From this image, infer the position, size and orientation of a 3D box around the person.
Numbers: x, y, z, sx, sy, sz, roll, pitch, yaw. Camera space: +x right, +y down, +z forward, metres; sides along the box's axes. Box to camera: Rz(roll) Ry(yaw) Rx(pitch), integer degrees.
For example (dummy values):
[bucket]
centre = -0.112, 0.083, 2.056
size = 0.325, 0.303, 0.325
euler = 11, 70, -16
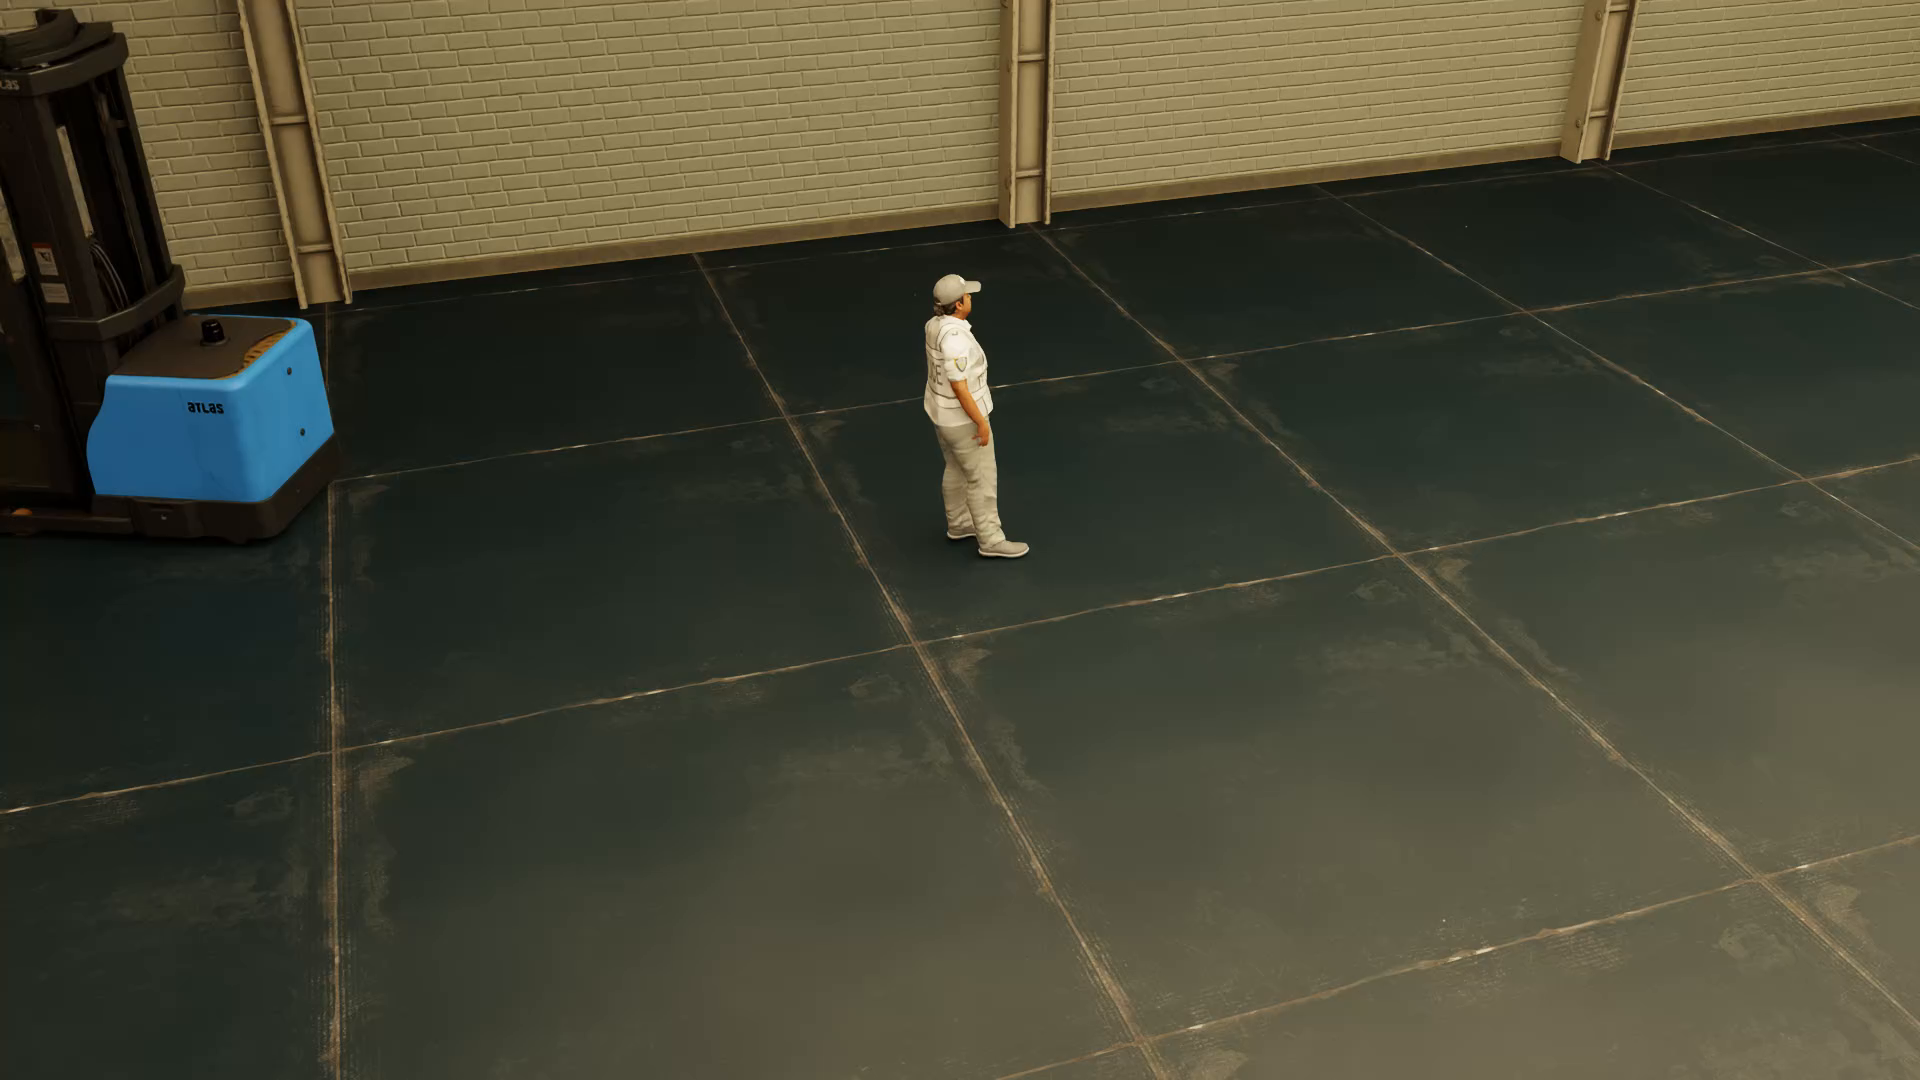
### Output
[person]
centre = 0.080, -0.730, 9.609
size = 0.529, 1.670, 0.598
euler = -10, 31, -16

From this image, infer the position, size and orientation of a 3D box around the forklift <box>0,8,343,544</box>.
[forklift]
centre = -5.526, -1.550, 9.780
size = 3.031, 2.935, 1.130
euler = 3, 30, 5
